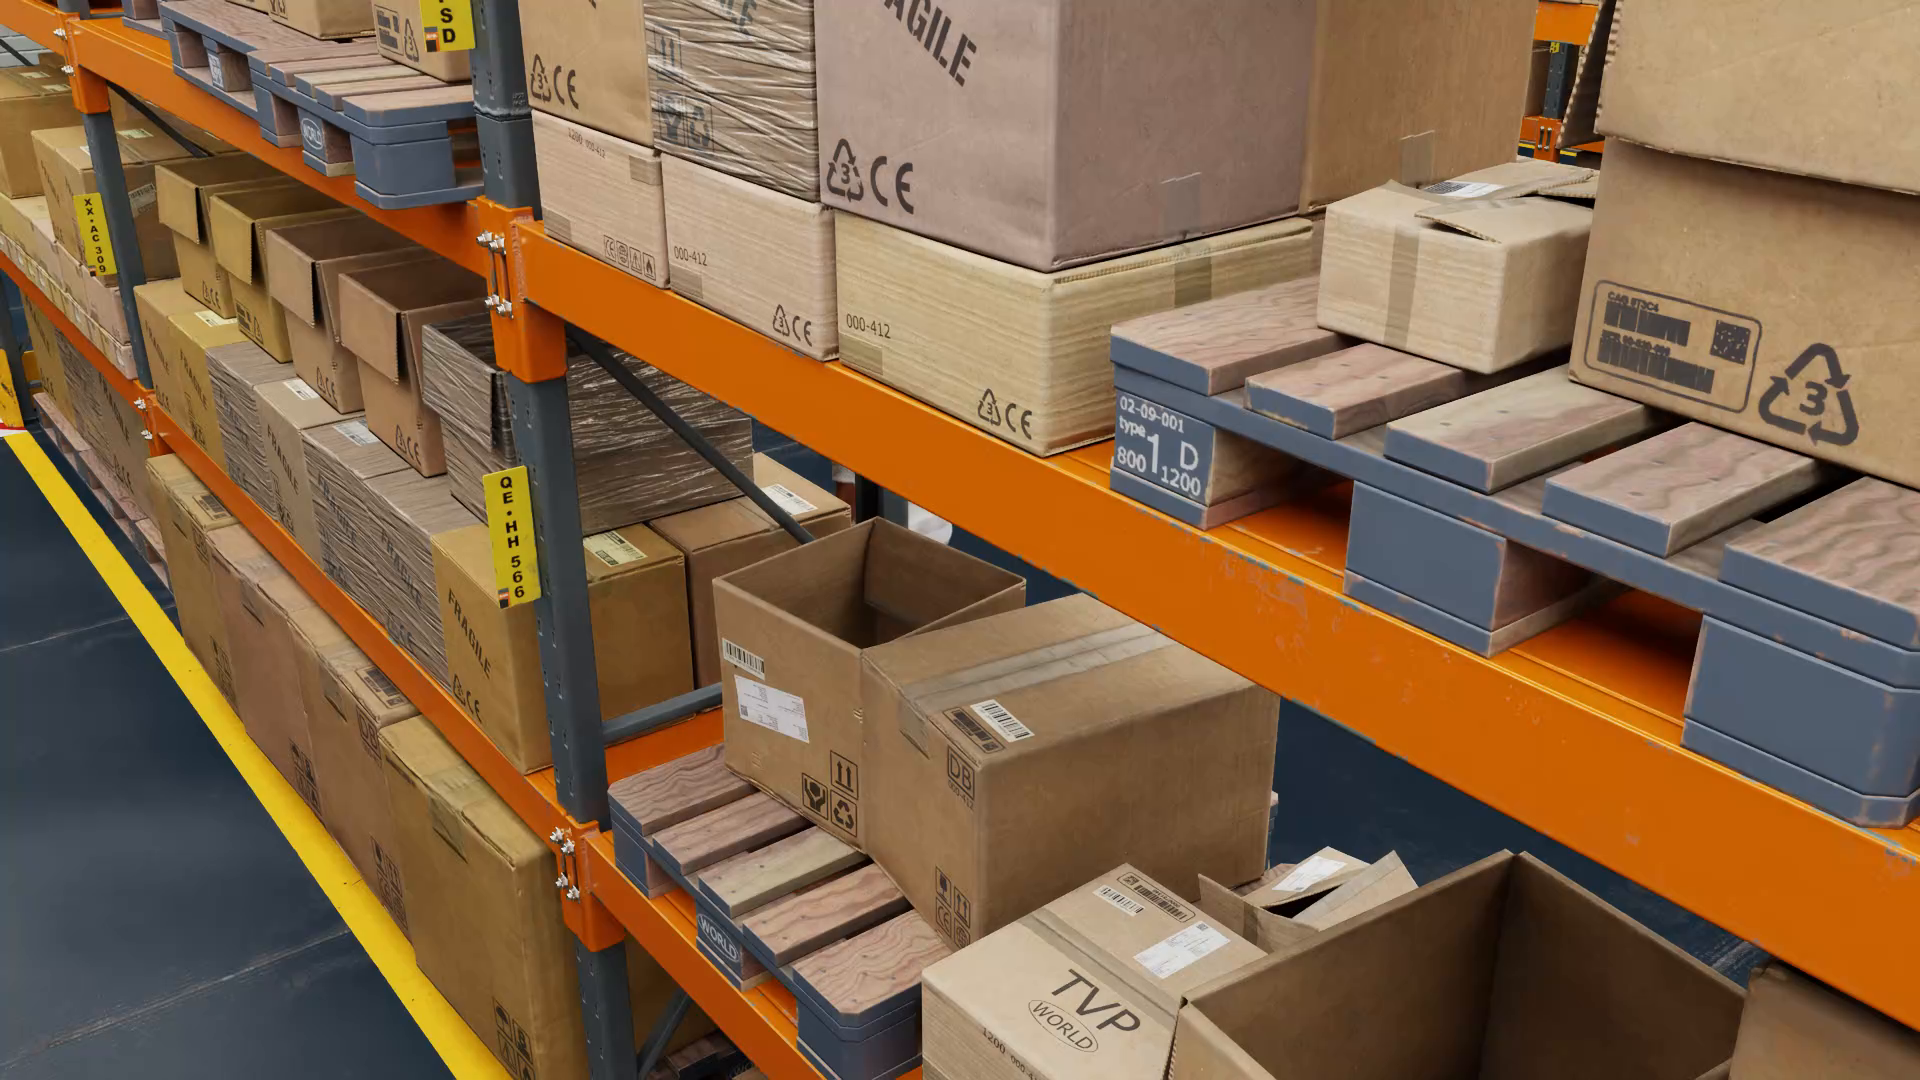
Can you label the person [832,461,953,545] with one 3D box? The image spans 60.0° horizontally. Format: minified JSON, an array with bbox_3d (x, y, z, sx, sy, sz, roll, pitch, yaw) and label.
[{"bbox_3d":[-0.272,-0.020,6.637,0.622,1.773,0.454,-18,30,-35],"label":"person"}]
